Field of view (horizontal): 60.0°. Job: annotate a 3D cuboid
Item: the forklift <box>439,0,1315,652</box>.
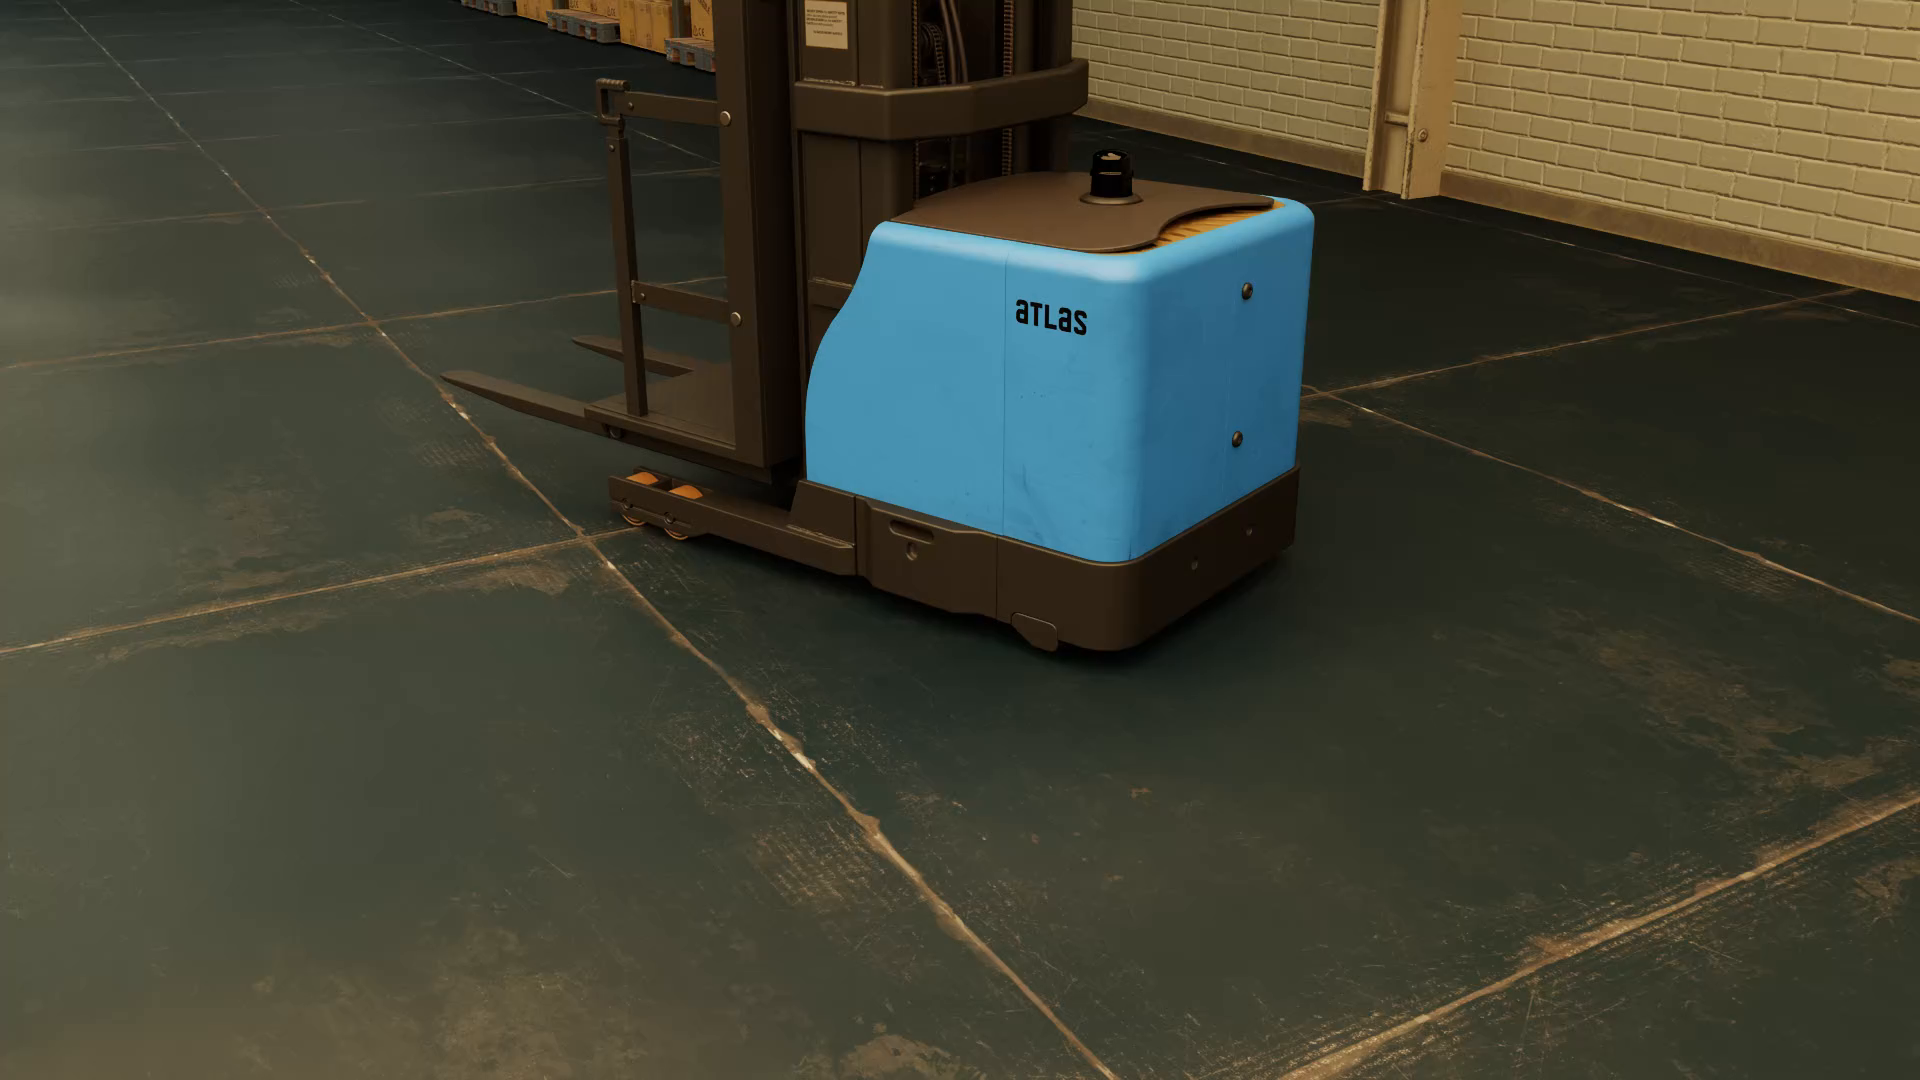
[{"bbox_3d":[-0.481,-1.497,4.922,3.031,2.935,1.130,16,27,34],"label":"forklift"}]
